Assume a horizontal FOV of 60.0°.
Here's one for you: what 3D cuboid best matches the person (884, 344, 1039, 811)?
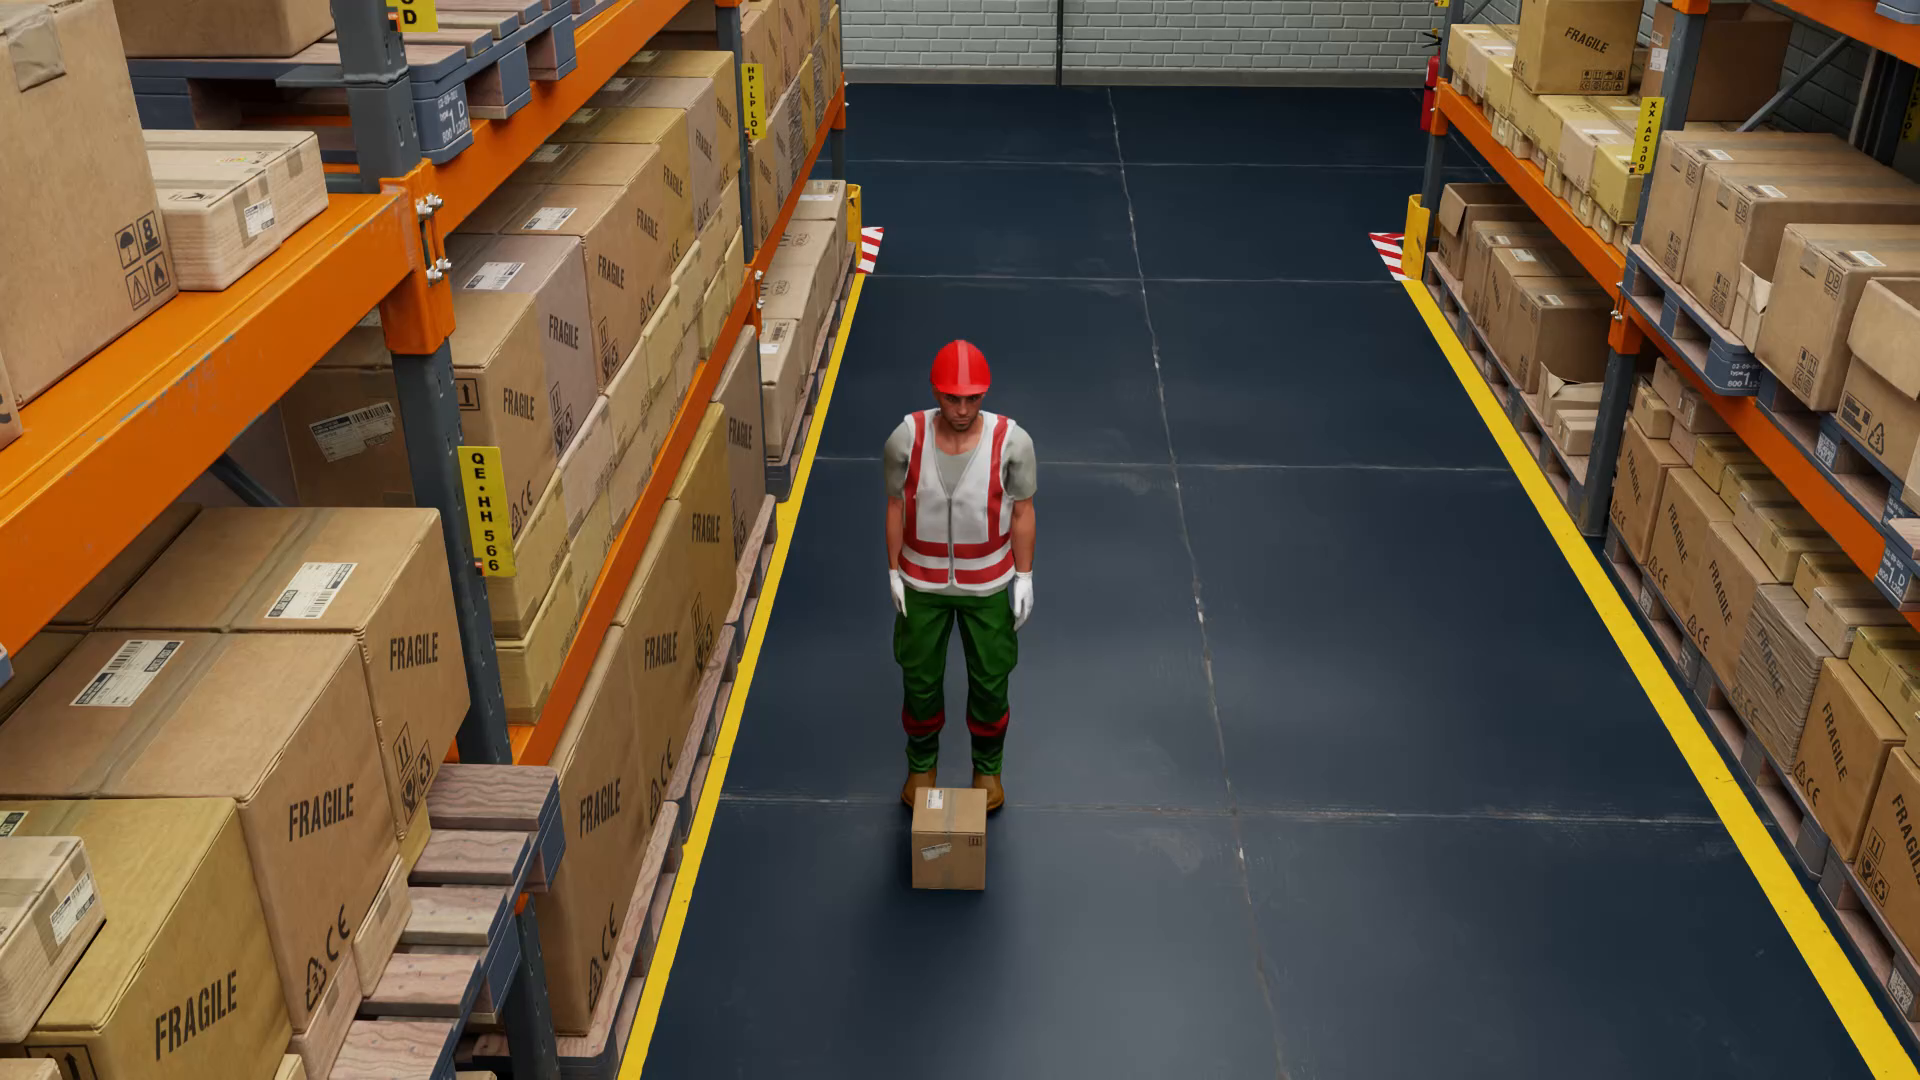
[{"bbox_3d":[0.002,0.147,5.829,0.530,1.773,0.366,2,28,3],"label":"person"}]
